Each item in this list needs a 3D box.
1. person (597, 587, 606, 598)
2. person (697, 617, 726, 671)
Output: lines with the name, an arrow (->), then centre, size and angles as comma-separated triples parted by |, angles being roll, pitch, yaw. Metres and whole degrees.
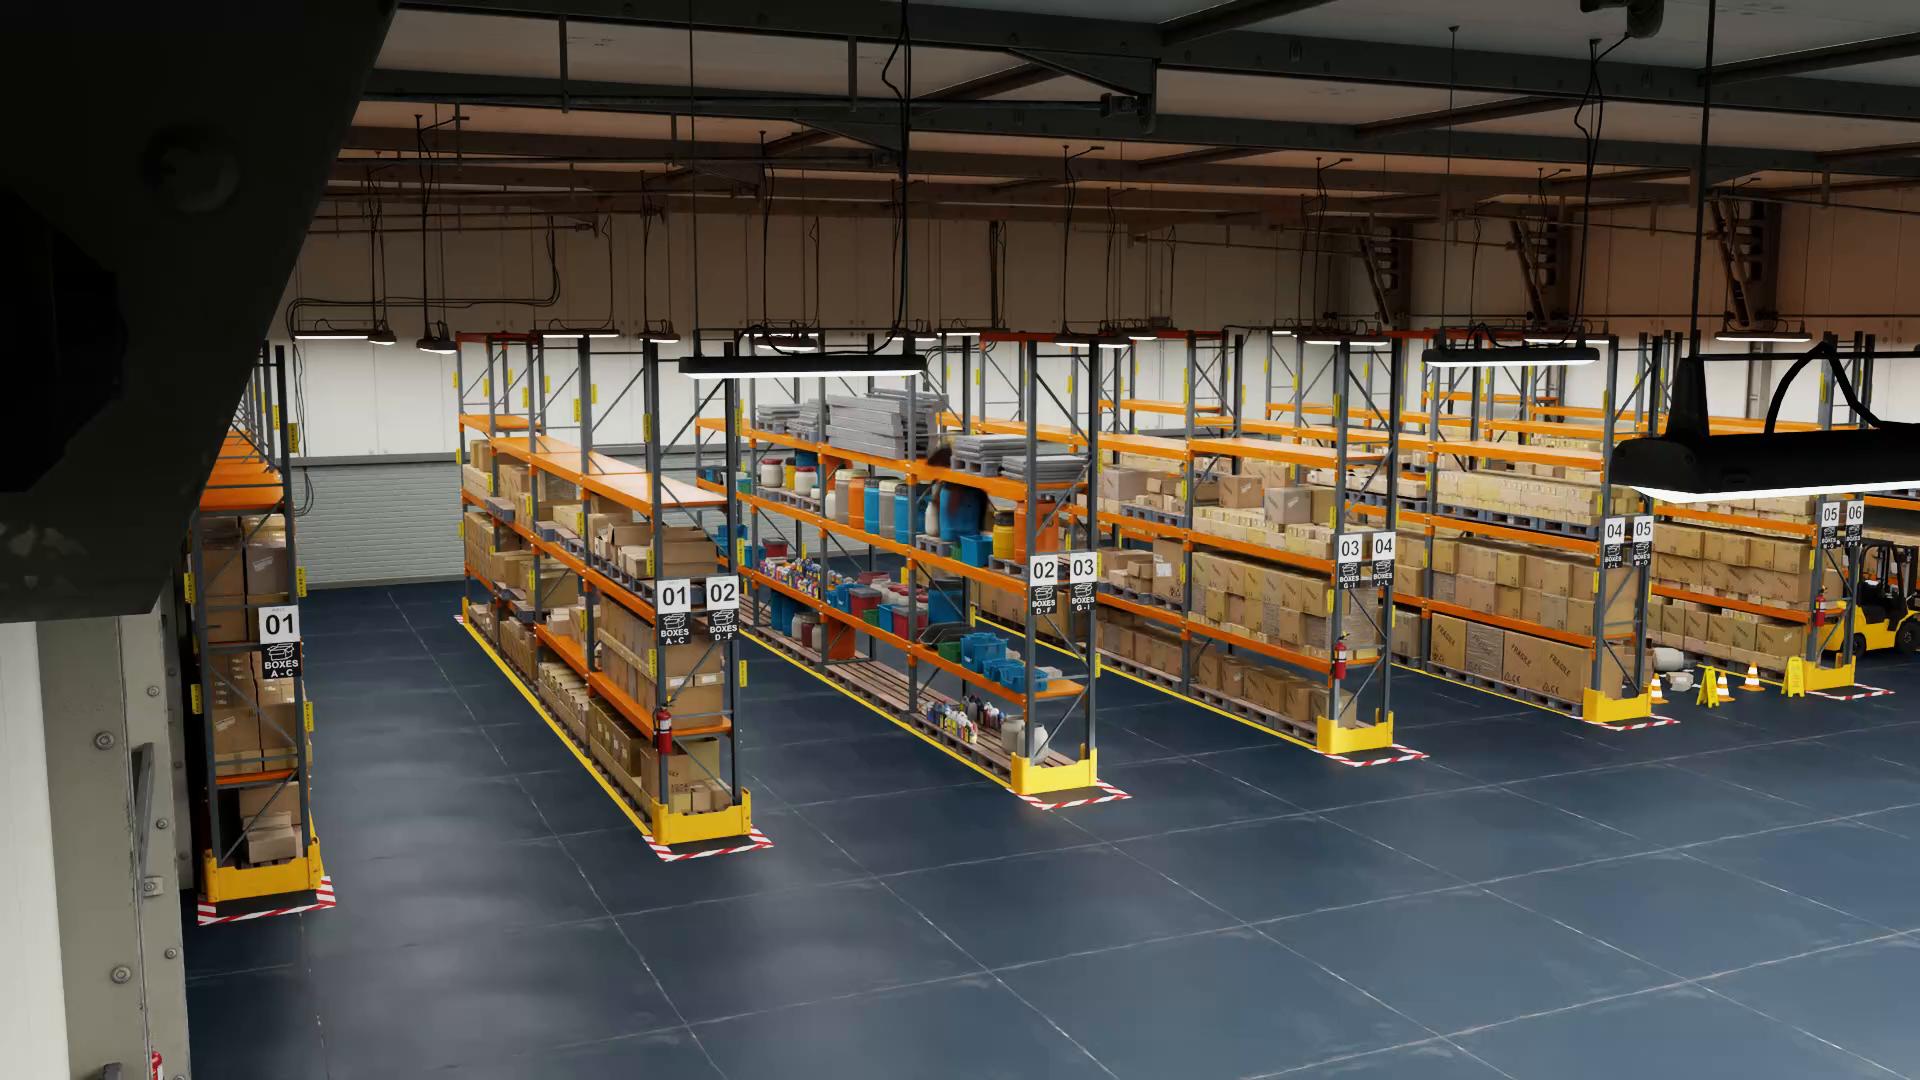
person -> -6.496, 1.281, 31.132 | 0.629, 1.778, 0.782 | -5, 9, -31
person -> -3.944, 1.999, 25.652 | 0.703, 1.756, 0.899 | -3, 8, -21
